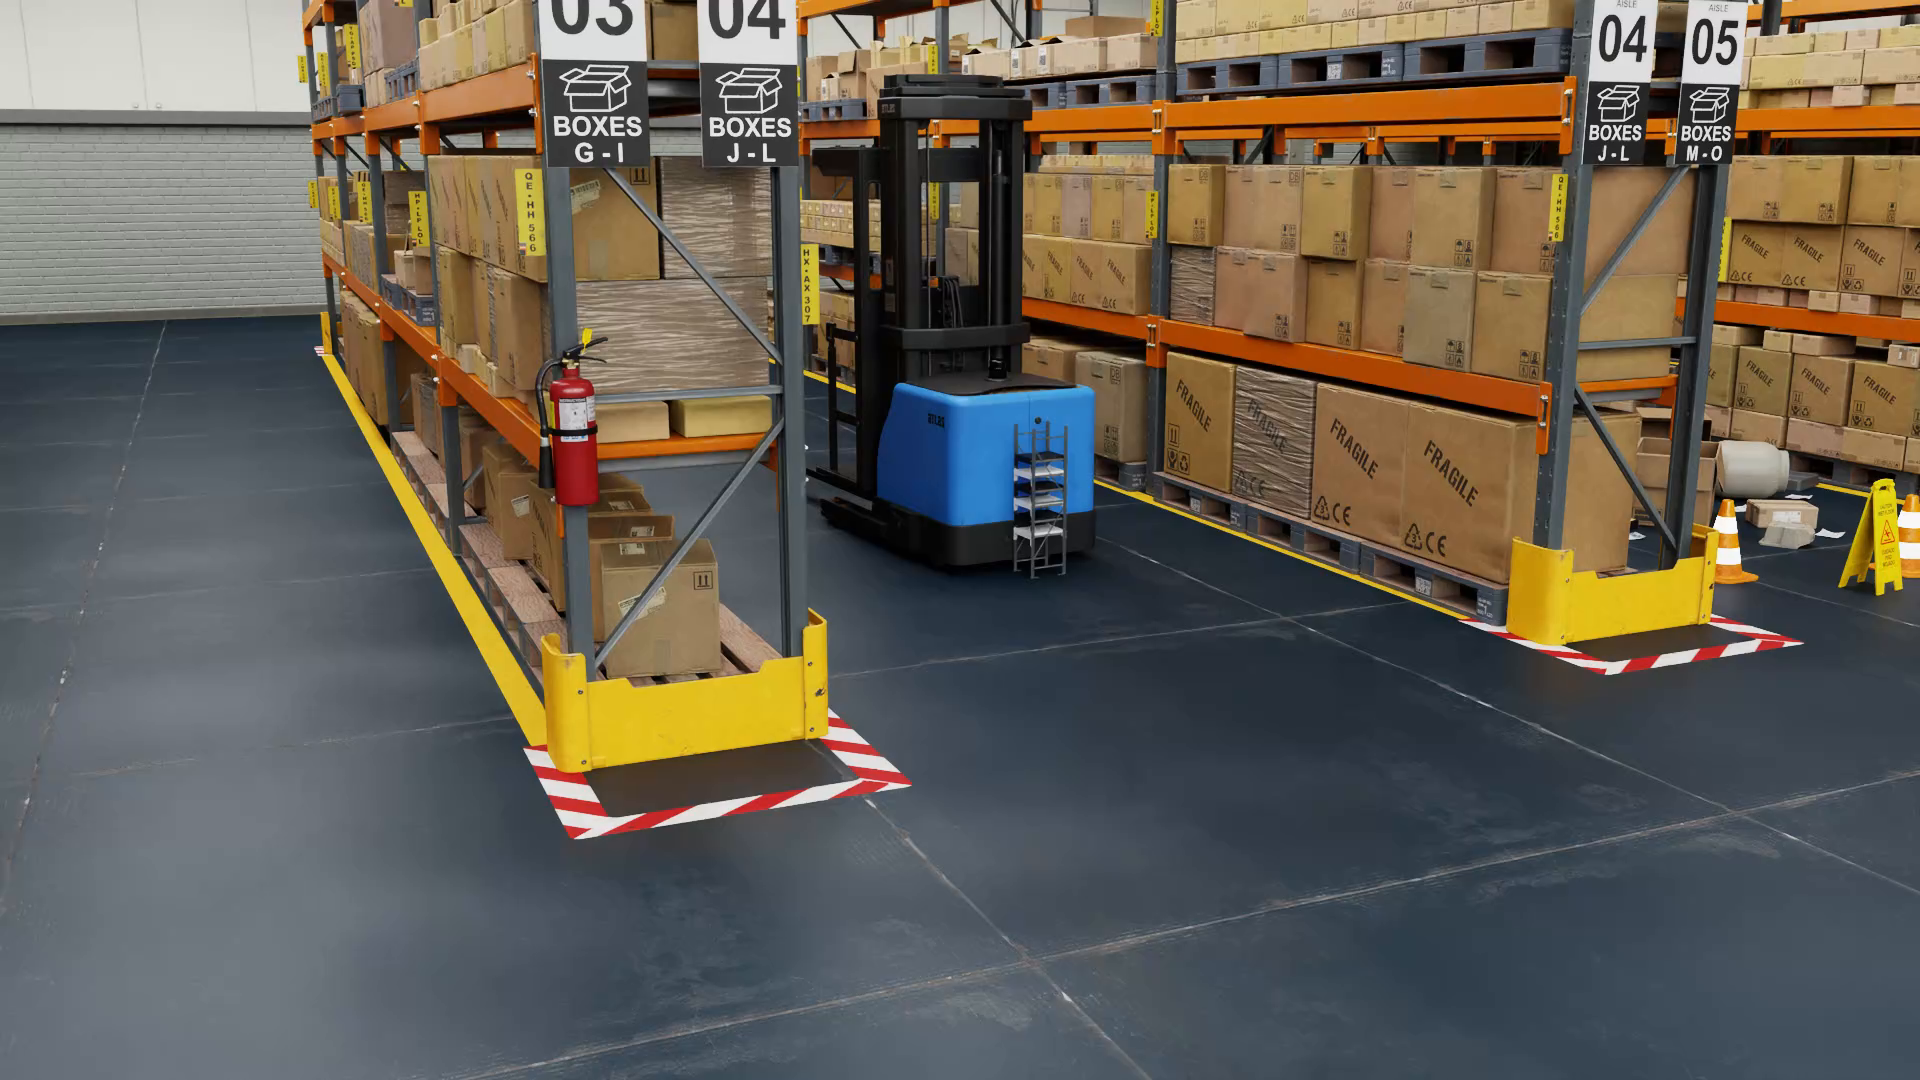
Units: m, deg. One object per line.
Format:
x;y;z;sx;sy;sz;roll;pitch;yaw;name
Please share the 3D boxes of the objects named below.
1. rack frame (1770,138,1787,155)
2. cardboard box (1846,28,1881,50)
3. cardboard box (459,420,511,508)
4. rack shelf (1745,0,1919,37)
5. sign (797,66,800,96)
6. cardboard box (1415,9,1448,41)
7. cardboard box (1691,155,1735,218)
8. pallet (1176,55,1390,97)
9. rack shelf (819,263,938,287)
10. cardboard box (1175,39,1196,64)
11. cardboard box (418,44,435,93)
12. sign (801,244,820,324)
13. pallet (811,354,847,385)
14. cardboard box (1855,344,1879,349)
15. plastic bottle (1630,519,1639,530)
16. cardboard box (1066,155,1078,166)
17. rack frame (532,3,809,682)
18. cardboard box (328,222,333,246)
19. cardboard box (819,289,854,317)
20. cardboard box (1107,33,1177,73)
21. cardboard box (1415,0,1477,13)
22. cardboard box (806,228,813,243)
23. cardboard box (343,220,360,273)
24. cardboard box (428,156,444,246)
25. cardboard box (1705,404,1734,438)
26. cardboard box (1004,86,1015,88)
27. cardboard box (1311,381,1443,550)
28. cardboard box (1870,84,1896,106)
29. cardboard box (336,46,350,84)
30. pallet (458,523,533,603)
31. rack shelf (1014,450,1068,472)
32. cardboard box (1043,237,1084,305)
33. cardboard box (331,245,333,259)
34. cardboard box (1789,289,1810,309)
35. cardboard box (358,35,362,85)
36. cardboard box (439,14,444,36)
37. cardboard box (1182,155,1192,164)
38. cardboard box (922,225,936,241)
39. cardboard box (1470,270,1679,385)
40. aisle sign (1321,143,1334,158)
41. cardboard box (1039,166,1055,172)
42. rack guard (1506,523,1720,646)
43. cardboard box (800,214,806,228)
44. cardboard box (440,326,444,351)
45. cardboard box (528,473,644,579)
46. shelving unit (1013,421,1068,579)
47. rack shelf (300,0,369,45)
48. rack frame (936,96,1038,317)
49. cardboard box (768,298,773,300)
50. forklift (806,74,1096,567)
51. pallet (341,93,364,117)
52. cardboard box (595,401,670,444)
9.297;-3.578;19.676;1.000;3.000;0.127;-6;14;-23;rack frame
6.752;-3.671;12.215;0.380;0.149;0.250;-6;14;-24;cardboard box
-2.954;-0.533;11.086;0.700;0.500;0.500;-7;15;-27;cardboard box
10.098;-5.542;17.341;1.077;0.370;4.000;-6;14;-23;rack shelf
-1.841;-5.150;18.669;0.100;0.325;0.005;-6;14;-23;sign
2.712;-2.796;9.048;0.380;0.149;0.250;-5;14;-22;cardboard box
6.330;-2.873;13.530;0.700;0.500;0.500;-6;14;-24;cardboard box
2.176;-3.082;11.080;1.003;0.211;1.213;-6;14;-23;pallet
-0.546;-2.723;17.580;1.077;0.370;4.000;-6;14;-23;rack shelf
1.692;-3.321;11.317;0.380;0.149;0.250;-6;14;-24;cardboard box
-2.782;-2.679;9.475;0.500;0.250;0.500;-6;14;-25;cardboard box
-0.628;-1.052;6.841;0.100;0.325;0.005;-6;14;-23;sign
-1.034;-1.968;18.904;1.003;0.211;1.213;-6;14;-23;pallet
7.041;-1.330;13.466;0.500;0.500;0.500;-5;14;-22;cardboard box
4.431;-0.123;11.267;0.133;0.061;0.283;-12;18;-42;plastic bottle
1.725;-5.371;23.544;0.380;0.149;0.250;-6;14;-25;cardboard box
-1.125;-0.581;6.727;1.000;3.000;0.127;-6;14;-23;rack frame
-6.964;-3.516;19.084;0.500;0.250;0.500;-6;14;-24;cardboard box
-1.293;-2.663;18.672;0.500;0.250;0.500;-6;14;-25;cardboard box
1.428;-3.607;12.331;0.500;0.250;0.500;-5;14;-22;cardboard box
2.808;-2.974;8.934;0.500;0.250;0.500;-6;14;-23;cardboard box
-1.494;-3.390;18.489;0.380;0.149;0.250;-5;14;-22;cardboard box
-5.977;-2.991;16.919;0.500;0.500;0.500;-6;14;-23;cardboard box
-2.780;-1.972;9.639;0.500;0.500;0.500;-6;14;-23;cardboard box
6.342;-1.021;13.796;0.500;0.250;0.500;-6;14;-26;cardboard box
0.270;-4.313;15.978;0.500;0.500;0.500;-6;14;-23;cardboard box
2.773;-0.493;10.129;0.875;0.875;0.875;-6;14;-24;cardboard box
6.871;-3.236;12.102;0.380;0.149;0.250;-6;14;-23;cardboard box
-6.301;-4.980;17.706;0.700;0.500;0.500;-7;15;-26;cardboard box
-2.426;0.087;10.026;1.003;0.211;1.213;-6;14;-23;pallet
0.479;-0.471;9.860;0.258;0.077;0.200;-7;15;-27;rack shelf
0.999;-2.175;13.395;0.500;0.500;0.500;-5;14;-22;cardboard box
-6.971;-3.289;18.986;0.380;0.149;0.250;-5;14;-22;cardboard box
6.671;-1.880;12.896;0.380;0.149;0.250;-6;14;-23;cardboard box
-5.067;-4.238;14.724;0.500;0.500;0.500;-5;14;-20;cardboard box
-2.621;-2.788;9.058;0.380;0.149;0.250;-6;14;-23;cardboard box
2.733;-4.842;21.260;0.380;0.149;0.250;-6;14;-24;cardboard box
-0.360;-2.949;15.924;0.380;0.149;0.250;-5;14;-22;cardboard box
3.270;-1.154;8.869;0.875;0.550;0.550;-6;14;-23;cardboard box
5.796;-6.485;26.471;0.394;0.787;0.004;-6;14;-23;aisle sign
1.477;-5.192;24.213;0.500;0.500;0.500;-6;14;-24;cardboard box
3.470;0.215;8.833;1.175;0.500;0.348;-6;14;-23;rack guard
-1.611;-3.591;18.701;0.380;0.149;0.250;-5;14;-22;cardboard box
-2.917;-1.213;10.017;0.380;0.149;0.250;-6;14;-23;cardboard box
-2.047;-0.069;9.128;0.500;0.500;0.500;-7;15;-28;cardboard box
0.479;-0.240;9.913;0.258;0.900;0.210;-7;15;-27;shelving unit
-6.733;-5.851;18.674;1.077;0.370;4.000;-6;14;-23;rack shelf
0.255;-2.661;15.714;1.000;3.000;0.127;-6;14;-23;rack frame
-2.505;-3.010;21.295;0.380;0.149;0.250;-5;14;-22;cardboard box
-0.298;-1.553;11.079;1.130;2.935;3.031;-7;15;-27;forklift
-5.087;-3.962;15.102;1.003;0.211;1.213;-5;14;-20;pallet
-1.429;-0.499;6.929;0.380;0.149;0.250;-6;14;-23;cardboard box
